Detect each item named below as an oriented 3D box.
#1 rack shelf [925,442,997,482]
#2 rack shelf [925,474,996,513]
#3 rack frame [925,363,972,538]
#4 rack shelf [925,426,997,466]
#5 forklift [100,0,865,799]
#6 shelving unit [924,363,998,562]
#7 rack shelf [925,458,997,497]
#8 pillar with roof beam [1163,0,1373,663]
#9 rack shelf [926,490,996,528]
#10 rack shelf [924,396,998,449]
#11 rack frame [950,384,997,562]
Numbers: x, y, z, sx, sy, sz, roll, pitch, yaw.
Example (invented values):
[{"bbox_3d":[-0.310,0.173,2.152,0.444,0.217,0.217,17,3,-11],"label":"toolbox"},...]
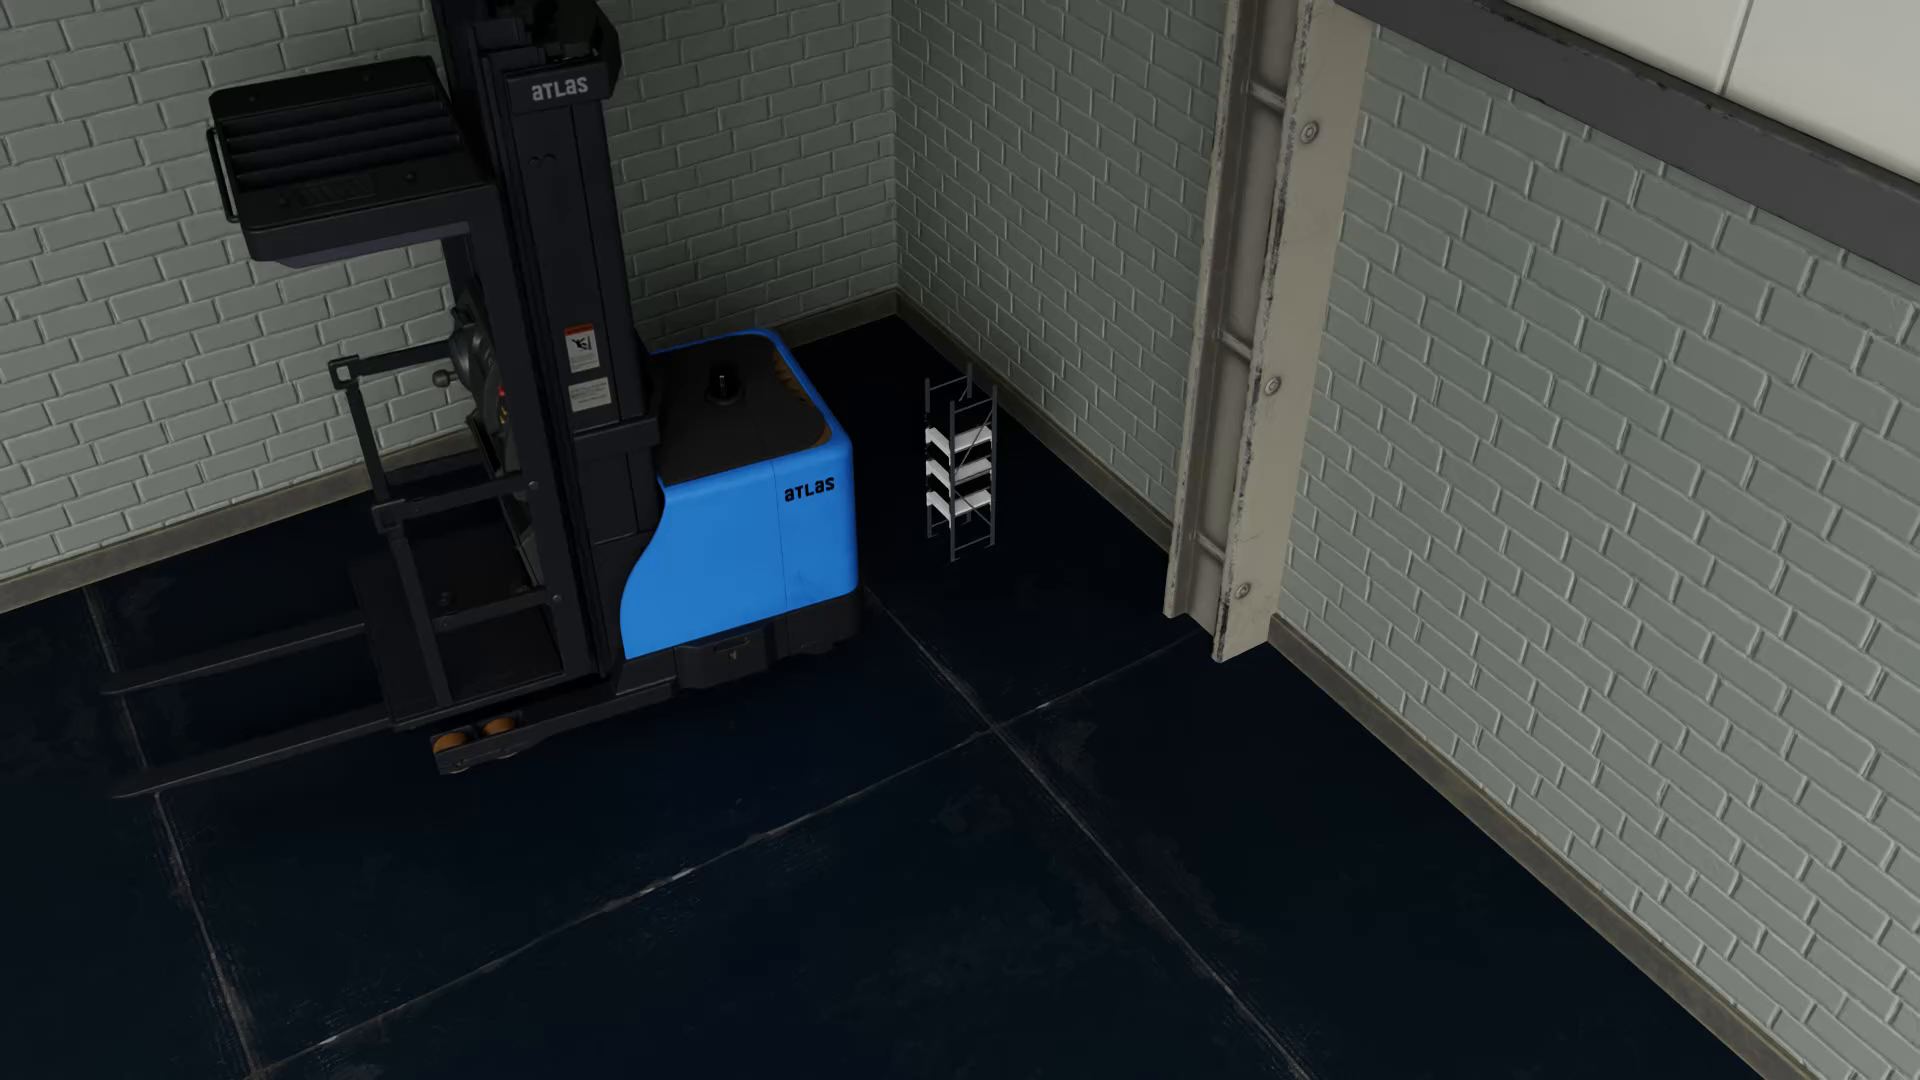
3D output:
[{"bbox_3d":[0.004,-0.385,7.481,0.258,0.077,0.200,-22,45,-24],"label":"rack shelf"},{"bbox_3d":[0.004,-0.247,7.596,0.258,0.077,0.200,-22,45,-24],"label":"rack shelf"},{"bbox_3d":[-0.050,-0.396,7.583,0.240,0.900,0.006,-22,45,-24],"label":"rack frame"},{"bbox_3d":[0.004,-0.454,7.423,0.258,0.077,0.200,-22,45,-24],"label":"rack shelf"},{"bbox_3d":[-1.977,-0.577,6.213,3.031,2.935,1.130,-16,43,-19],"label":"forklift"},{"bbox_3d":[0.004,-0.341,7.517,0.258,0.900,0.210,-22,45,-24],"label":"shelving unit"},{"bbox_3d":[0.004,-0.316,7.539,0.258,0.077,0.200,-22,45,-24],"label":"rack shelf"},{"bbox_3d":[-2.491,-1.602,2.703,9.100,9.000,0.400,-22,45,-24],"label":"pillar with roof beam"},{"bbox_3d":[0.004,-0.177,7.654,0.258,0.077,0.200,-22,45,-24],"label":"rack shelf"},{"bbox_3d":[0.004,-0.523,7.366,0.258,0.077,0.200,-22,45,-24],"label":"rack shelf"},{"bbox_3d":[0.059,-0.286,7.451,0.240,0.900,0.006,-22,45,-24],"label":"rack frame"}]
